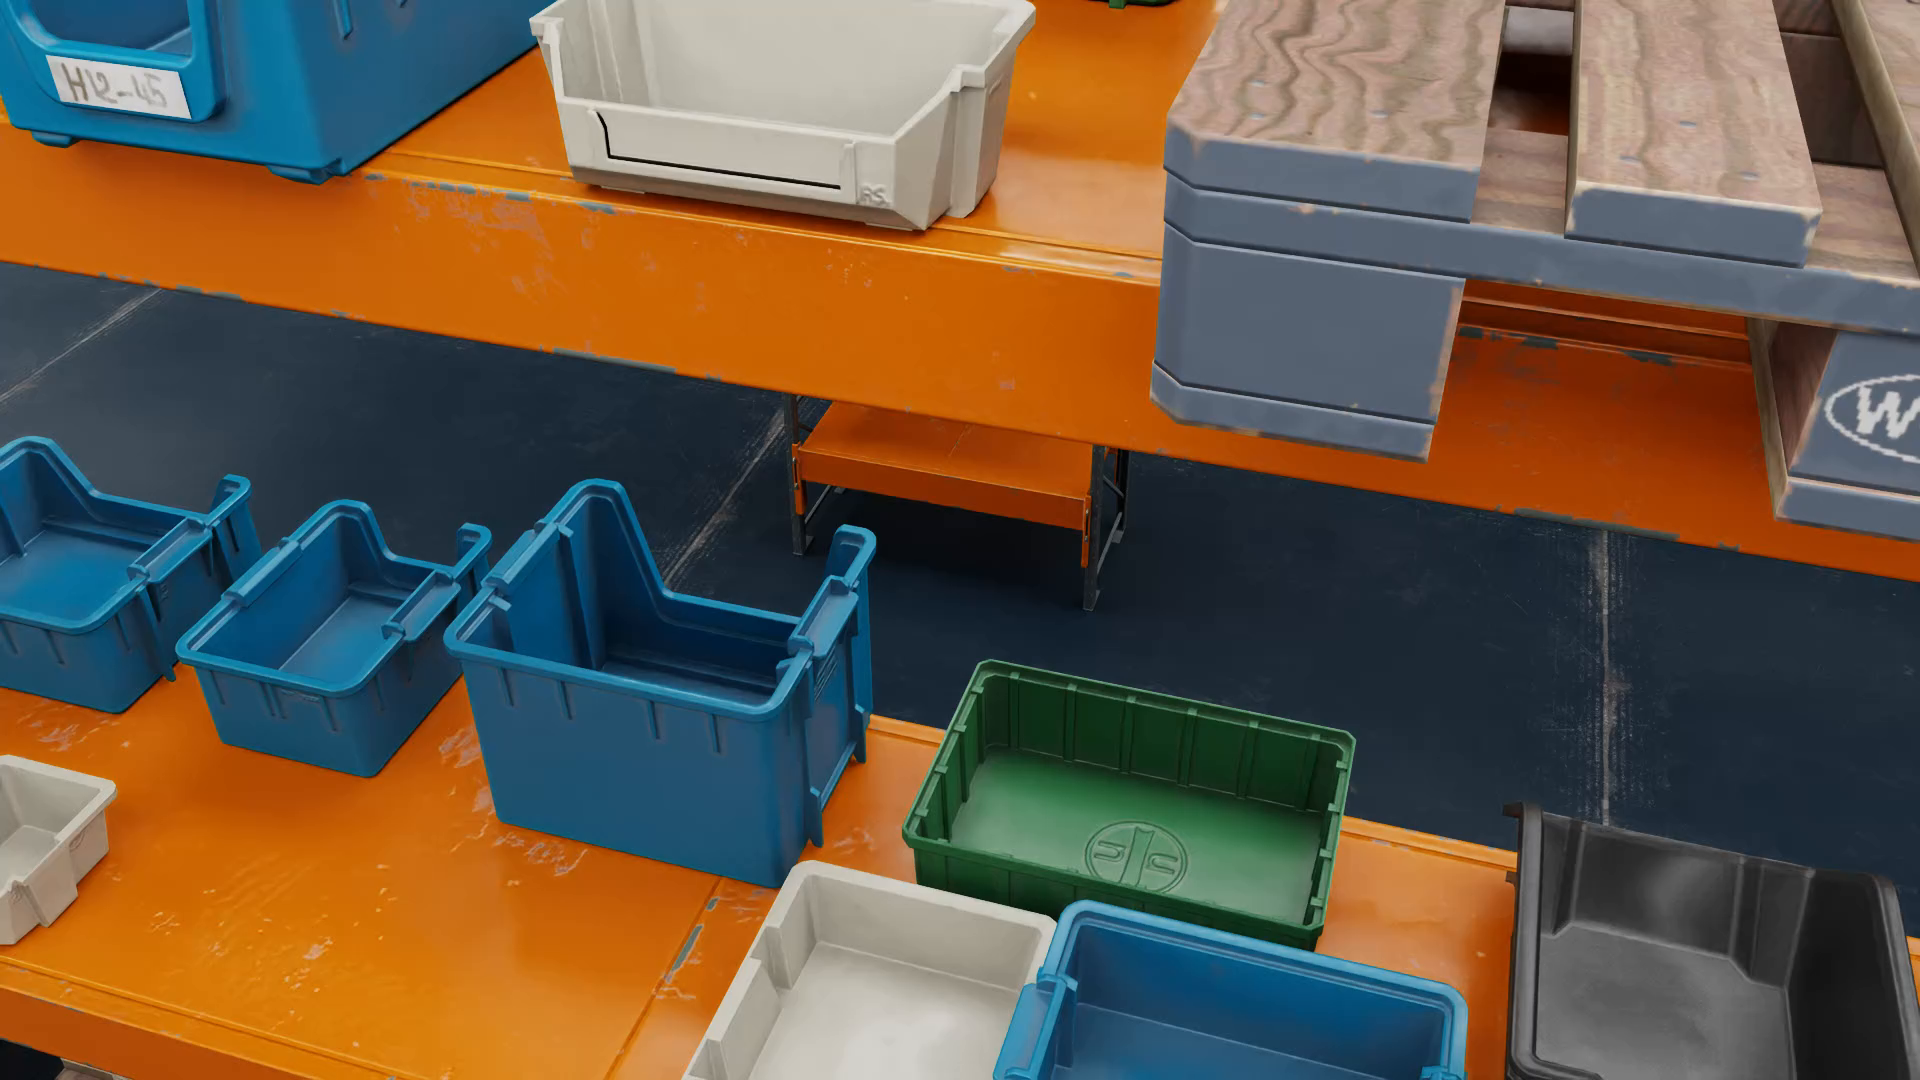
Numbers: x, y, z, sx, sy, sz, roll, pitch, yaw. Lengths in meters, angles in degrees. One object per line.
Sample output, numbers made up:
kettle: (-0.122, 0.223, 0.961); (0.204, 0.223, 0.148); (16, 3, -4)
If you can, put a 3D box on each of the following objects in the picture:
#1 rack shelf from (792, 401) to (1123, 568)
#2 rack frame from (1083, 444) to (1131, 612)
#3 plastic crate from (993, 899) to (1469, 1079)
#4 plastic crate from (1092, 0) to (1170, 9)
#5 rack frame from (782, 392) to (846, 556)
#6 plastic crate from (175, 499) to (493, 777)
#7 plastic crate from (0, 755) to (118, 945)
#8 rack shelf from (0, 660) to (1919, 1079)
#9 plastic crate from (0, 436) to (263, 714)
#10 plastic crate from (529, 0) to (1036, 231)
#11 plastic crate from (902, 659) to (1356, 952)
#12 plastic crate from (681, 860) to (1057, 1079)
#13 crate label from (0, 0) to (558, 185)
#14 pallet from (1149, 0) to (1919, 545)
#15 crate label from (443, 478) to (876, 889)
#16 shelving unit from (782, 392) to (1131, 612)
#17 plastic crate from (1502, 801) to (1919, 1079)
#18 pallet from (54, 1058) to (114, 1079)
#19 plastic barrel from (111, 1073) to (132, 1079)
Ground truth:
rack shelf: (0.006, -0.255, 5.560); (1.000, 0.278, 0.538); (10, 38, 14)
rack frame: (0.492, -0.362, 5.293); (0.032, 1.125, 0.500); (10, 38, 14)
plastic crate: (0.360, 0.801, 2.256); (0.616, 0.251, 0.499); (10, 38, 14)
plastic crate: (0.073, -0.772, 1.917); (0.450, 0.188, 0.336); (10, 38, 14)
rack frame: (-0.479, -0.542, 5.537); (0.032, 1.125, 0.500); (10, 38, 14)
plastic crate: (-1.135, 0.174, 3.109); (0.408, 0.251, 0.499); (10, 38, 14)
plastic crate: (-1.562, 0.523, 2.731); (0.250, 0.136, 0.298); (10, 38, 14)
rack shelf: (-0.411, 0.720, 2.848); (4.000, 0.370, 1.077); (10, 38, 14)
plastic crate: (-1.754, 0.056, 3.269); (0.616, 0.251, 0.499); (10, 38, 14)
plastic crate: (-0.155, -0.373, 1.419); (0.396, 0.136, 0.243); (10, 38, 14)
plastic crate: (0.286, 0.469, 2.761); (0.662, 0.188, 0.450); (10, 38, 14)
plastic crate: (-0.128, 0.746, 2.428); (0.437, 0.136, 0.530); (10, 38, 14)
crate label: (-0.632, -0.554, 1.567); (0.408, 0.251, 0.502); (10, 38, 14)
pallet: (0.780, -0.421, 1.420); (1.003, 0.211, 1.213); (10, 38, 14)
crate label: (-0.483, 0.235, 2.871); (0.616, 0.435, 0.502); (10, 38, 14)
shelving unit: (0.006, -0.452, 5.415); (1.048, 1.125, 0.538); (10, 38, 14)
plastic crate: (1.036, 0.644, 2.397); (0.504, 0.338, 0.767); (10, 38, 14)
pallet: (-1.460, 1.333, 3.761); (1.213, 0.211, 1.003); (10, 38, 14)
plastic barrel: (-1.670, 0.982, 3.629); (0.421, 0.512, 0.421); (0, 36, 0)
